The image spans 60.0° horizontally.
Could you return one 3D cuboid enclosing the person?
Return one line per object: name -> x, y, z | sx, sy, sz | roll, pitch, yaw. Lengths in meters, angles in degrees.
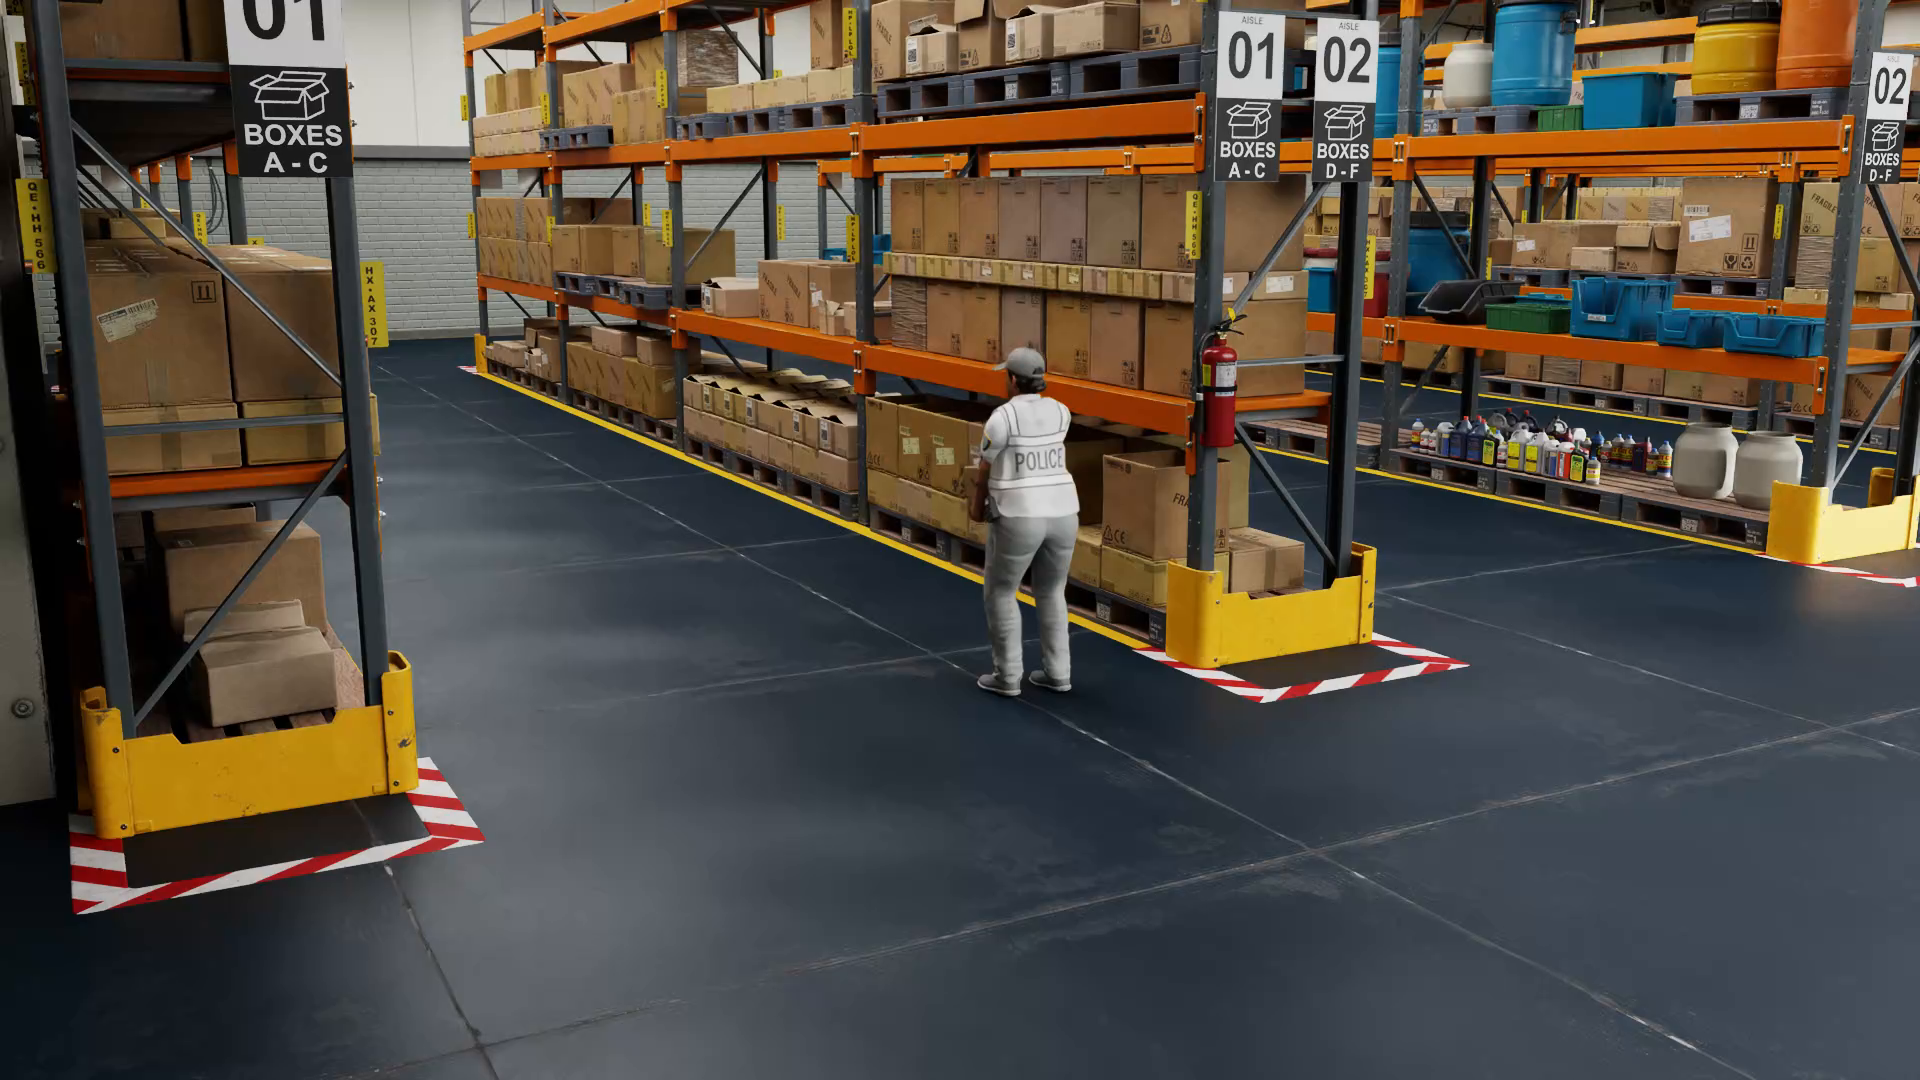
person -> 0.291, -0.087, 7.899 | 0.452, 1.661, 0.552 | -7, 13, -29
